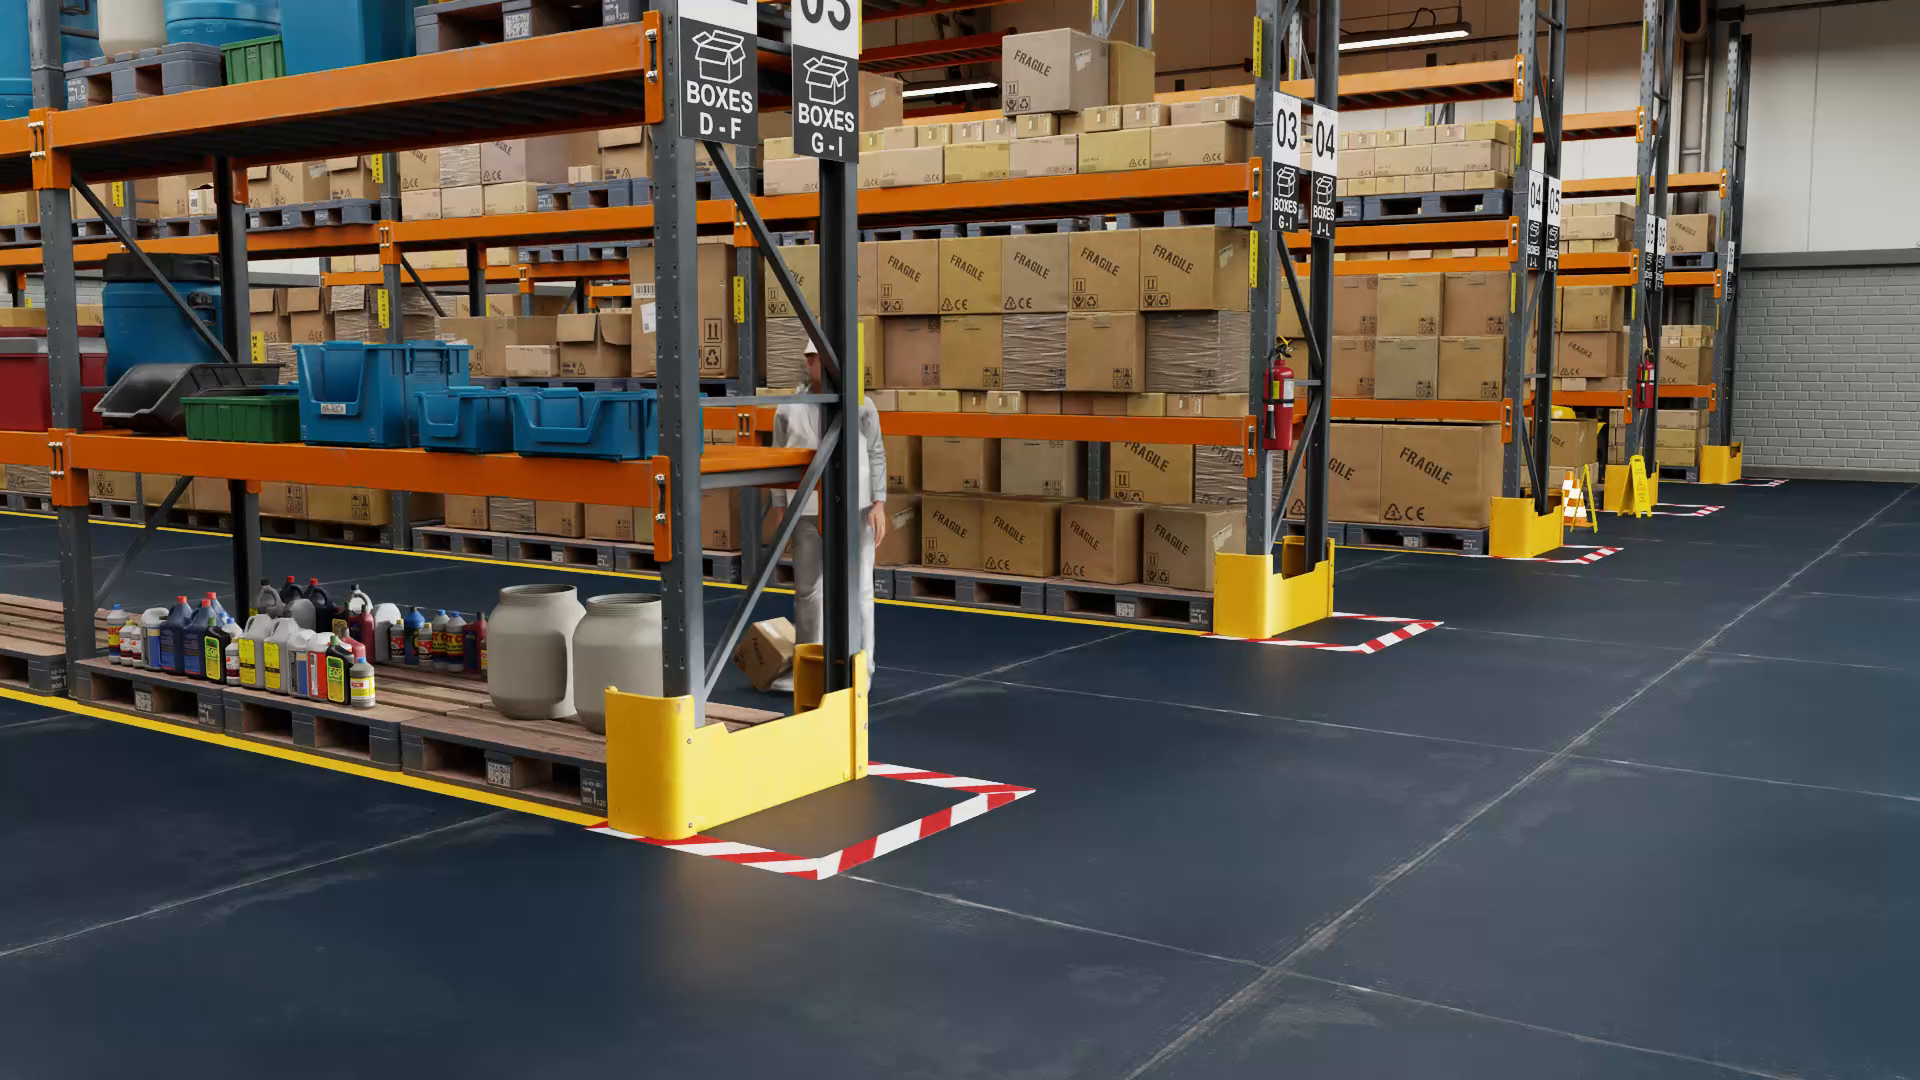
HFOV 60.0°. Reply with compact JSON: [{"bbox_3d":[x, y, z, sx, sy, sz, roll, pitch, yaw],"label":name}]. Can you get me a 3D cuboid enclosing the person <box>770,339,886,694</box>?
[{"bbox_3d":[-0.649,-0.132,8.097,0.585,1.781,0.462,1,6,7],"label":"person"}]
